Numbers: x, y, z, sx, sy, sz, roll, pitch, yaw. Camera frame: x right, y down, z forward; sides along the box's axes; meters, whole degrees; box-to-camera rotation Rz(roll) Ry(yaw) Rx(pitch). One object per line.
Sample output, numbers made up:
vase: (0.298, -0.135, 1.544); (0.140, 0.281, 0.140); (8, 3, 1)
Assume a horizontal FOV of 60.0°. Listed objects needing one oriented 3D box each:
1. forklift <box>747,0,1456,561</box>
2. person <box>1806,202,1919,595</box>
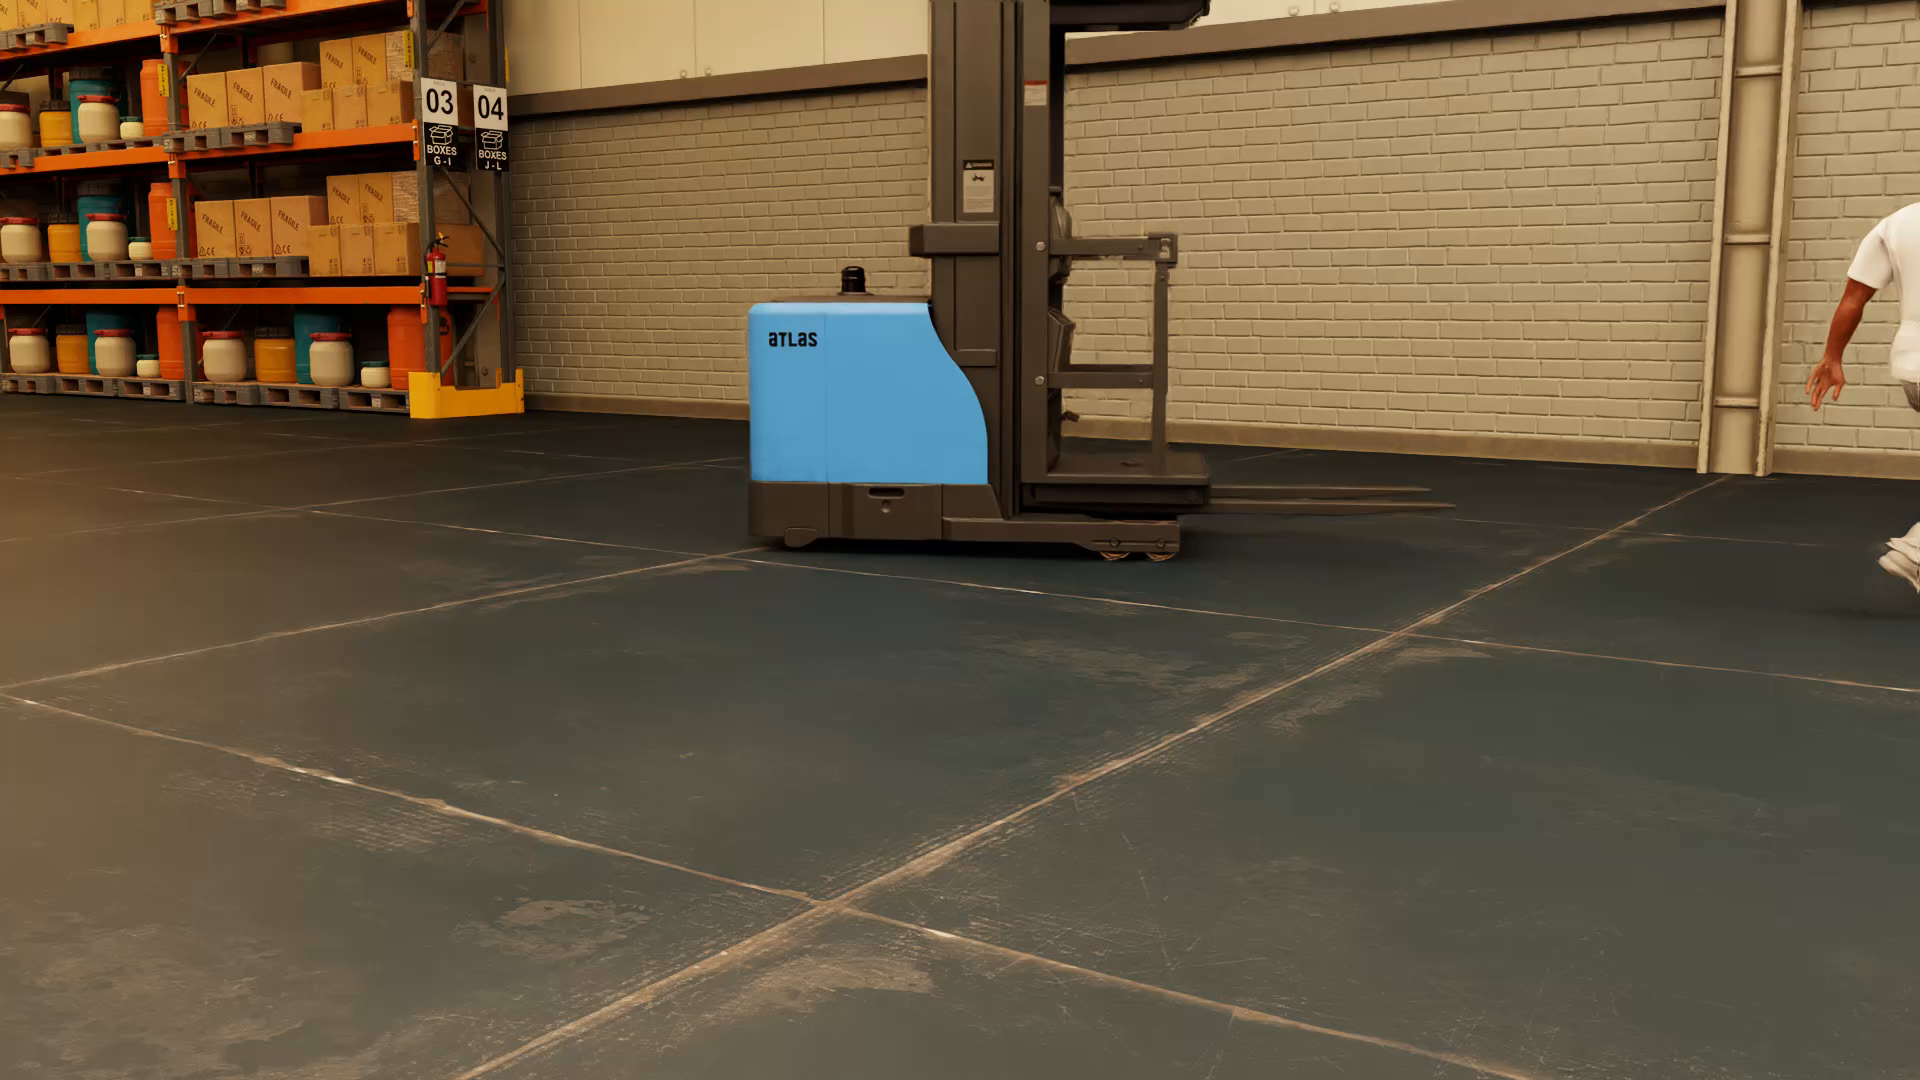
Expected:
forklift: (0.626, -1.442, 7.335); (3.031, 2.935, 1.130); (1, 8, 7)
person: (3.442, -0.590, 5.752); (0.707, 1.700, 0.694); (0, 8, -3)
